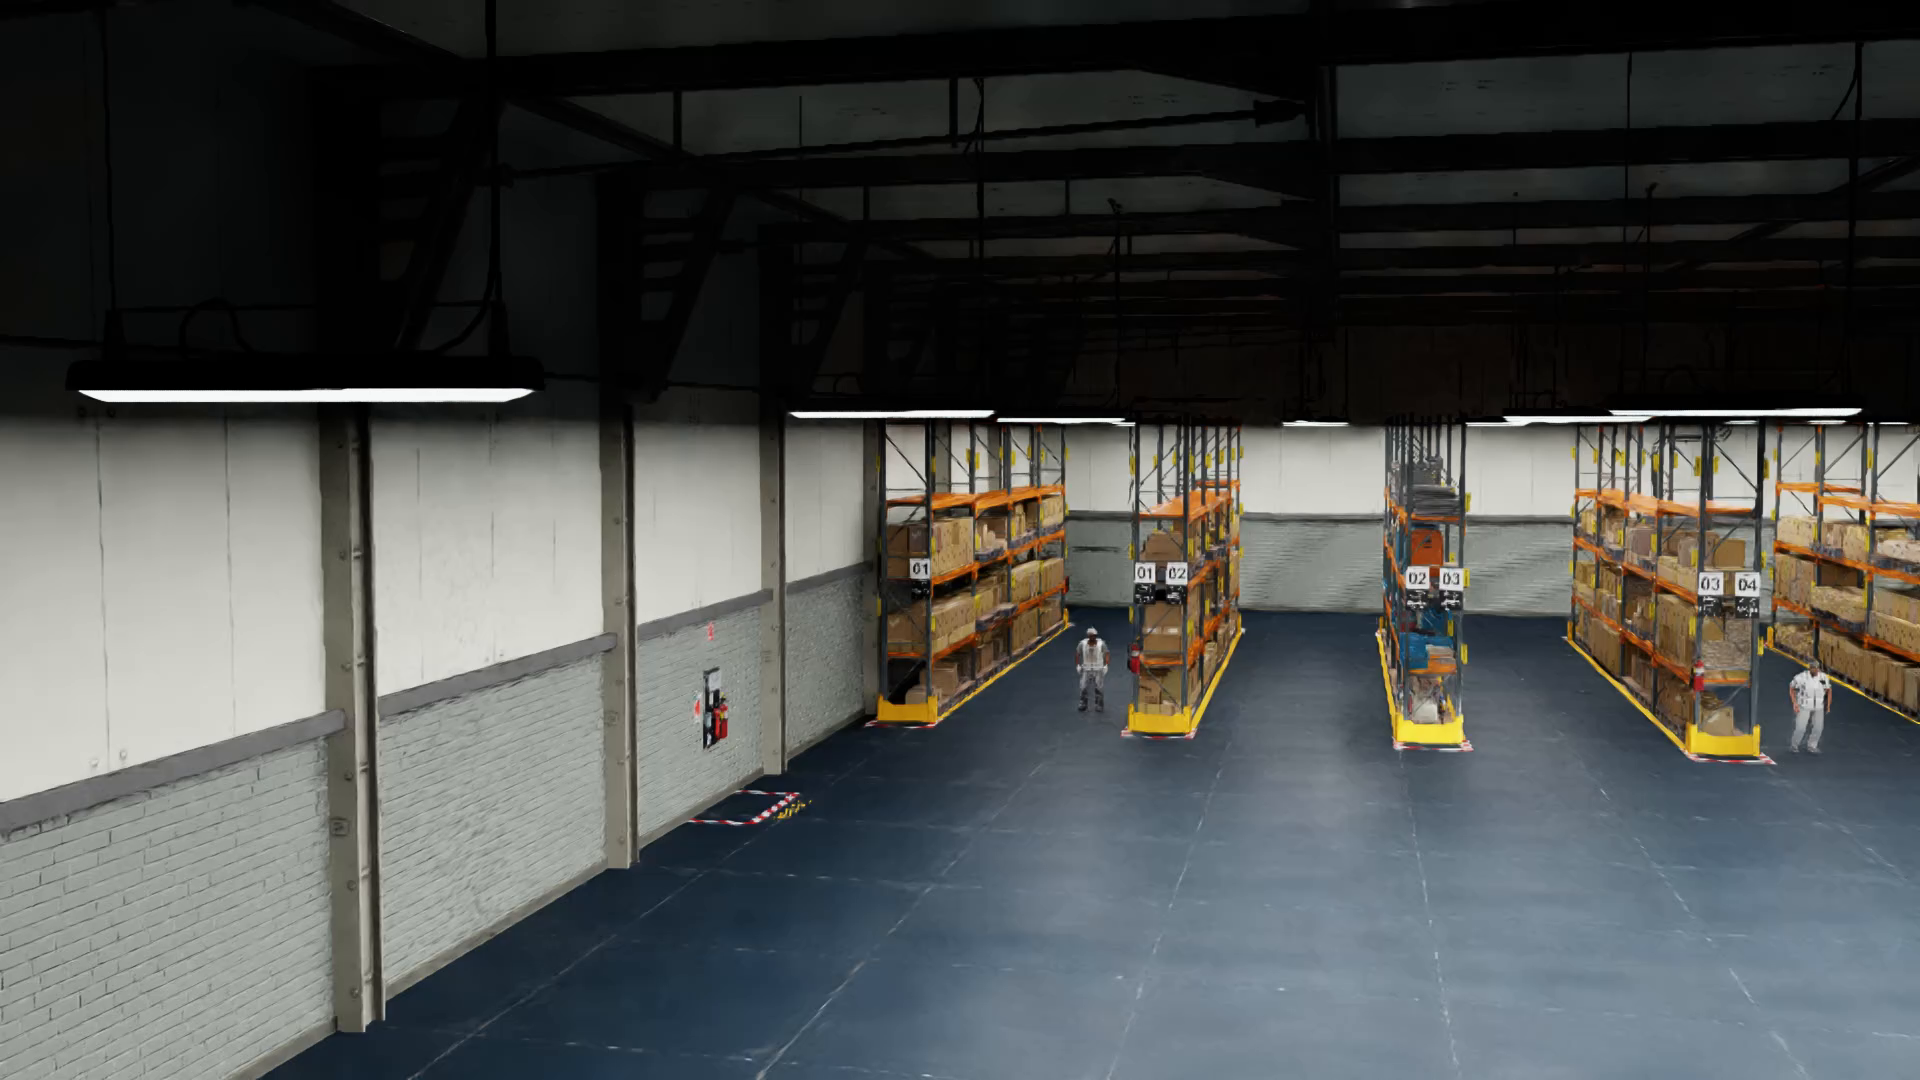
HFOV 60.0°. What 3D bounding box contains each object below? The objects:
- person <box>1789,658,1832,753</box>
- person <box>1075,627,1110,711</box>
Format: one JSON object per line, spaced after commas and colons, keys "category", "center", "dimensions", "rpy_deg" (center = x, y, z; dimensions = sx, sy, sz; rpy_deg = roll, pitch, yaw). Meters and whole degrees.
{"category": "person", "center": [14.928, 2.894, 29.204], "dimensions": [0.683, 1.715, 0.538], "rpy_deg": [1, 4, 9]}
{"category": "person", "center": [2.658, 2.600, 33.480], "dimensions": [0.702, 1.734, 0.549], "rpy_deg": [1, 4, 11]}
